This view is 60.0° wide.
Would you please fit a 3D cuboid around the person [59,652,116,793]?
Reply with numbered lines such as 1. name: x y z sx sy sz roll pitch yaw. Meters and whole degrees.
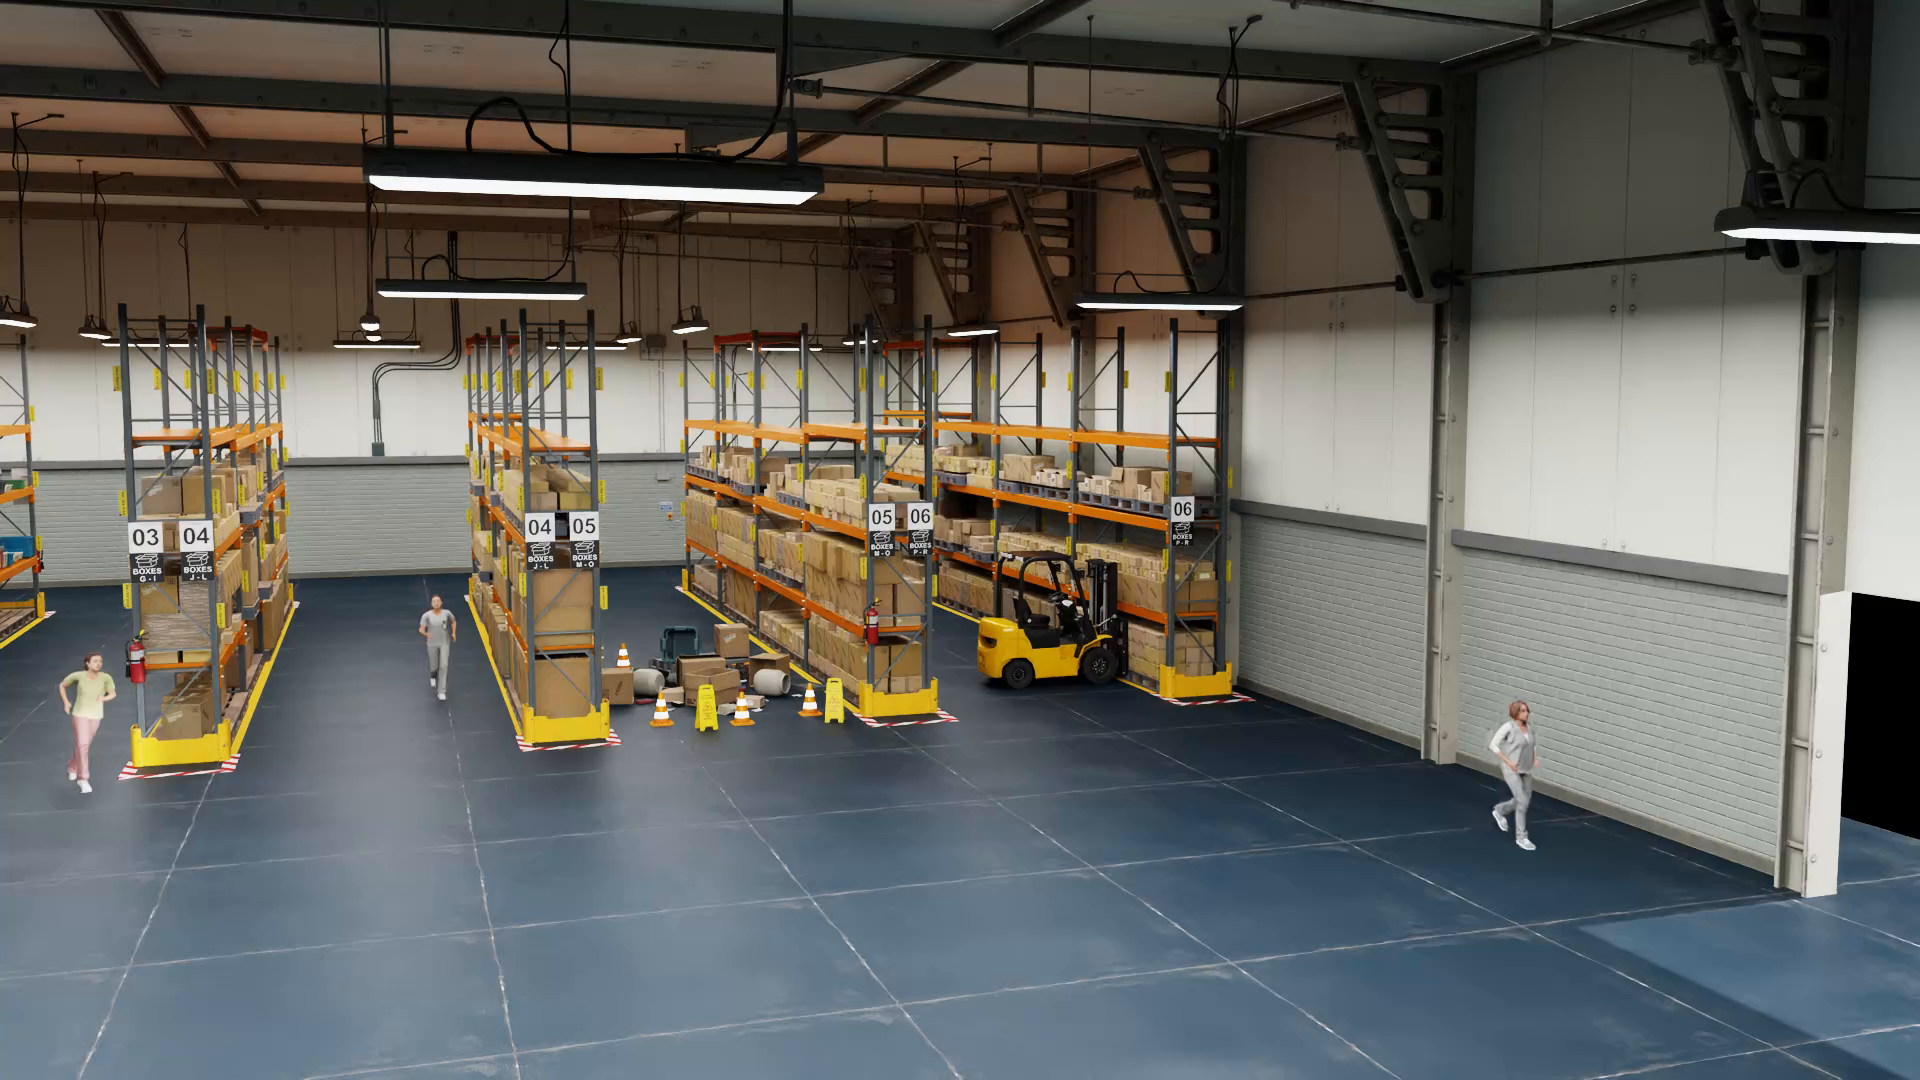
1. person: -10.783 2.208 20.638 0.923 1.664 0.576 5 7 43

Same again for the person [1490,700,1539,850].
1. person: 6.002 2.517 18.023 0.550 1.589 0.664 -3 6 -27

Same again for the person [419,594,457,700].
1. person: -8.277 1.678 26.424 0.584 1.624 0.970 -2 6 -22
